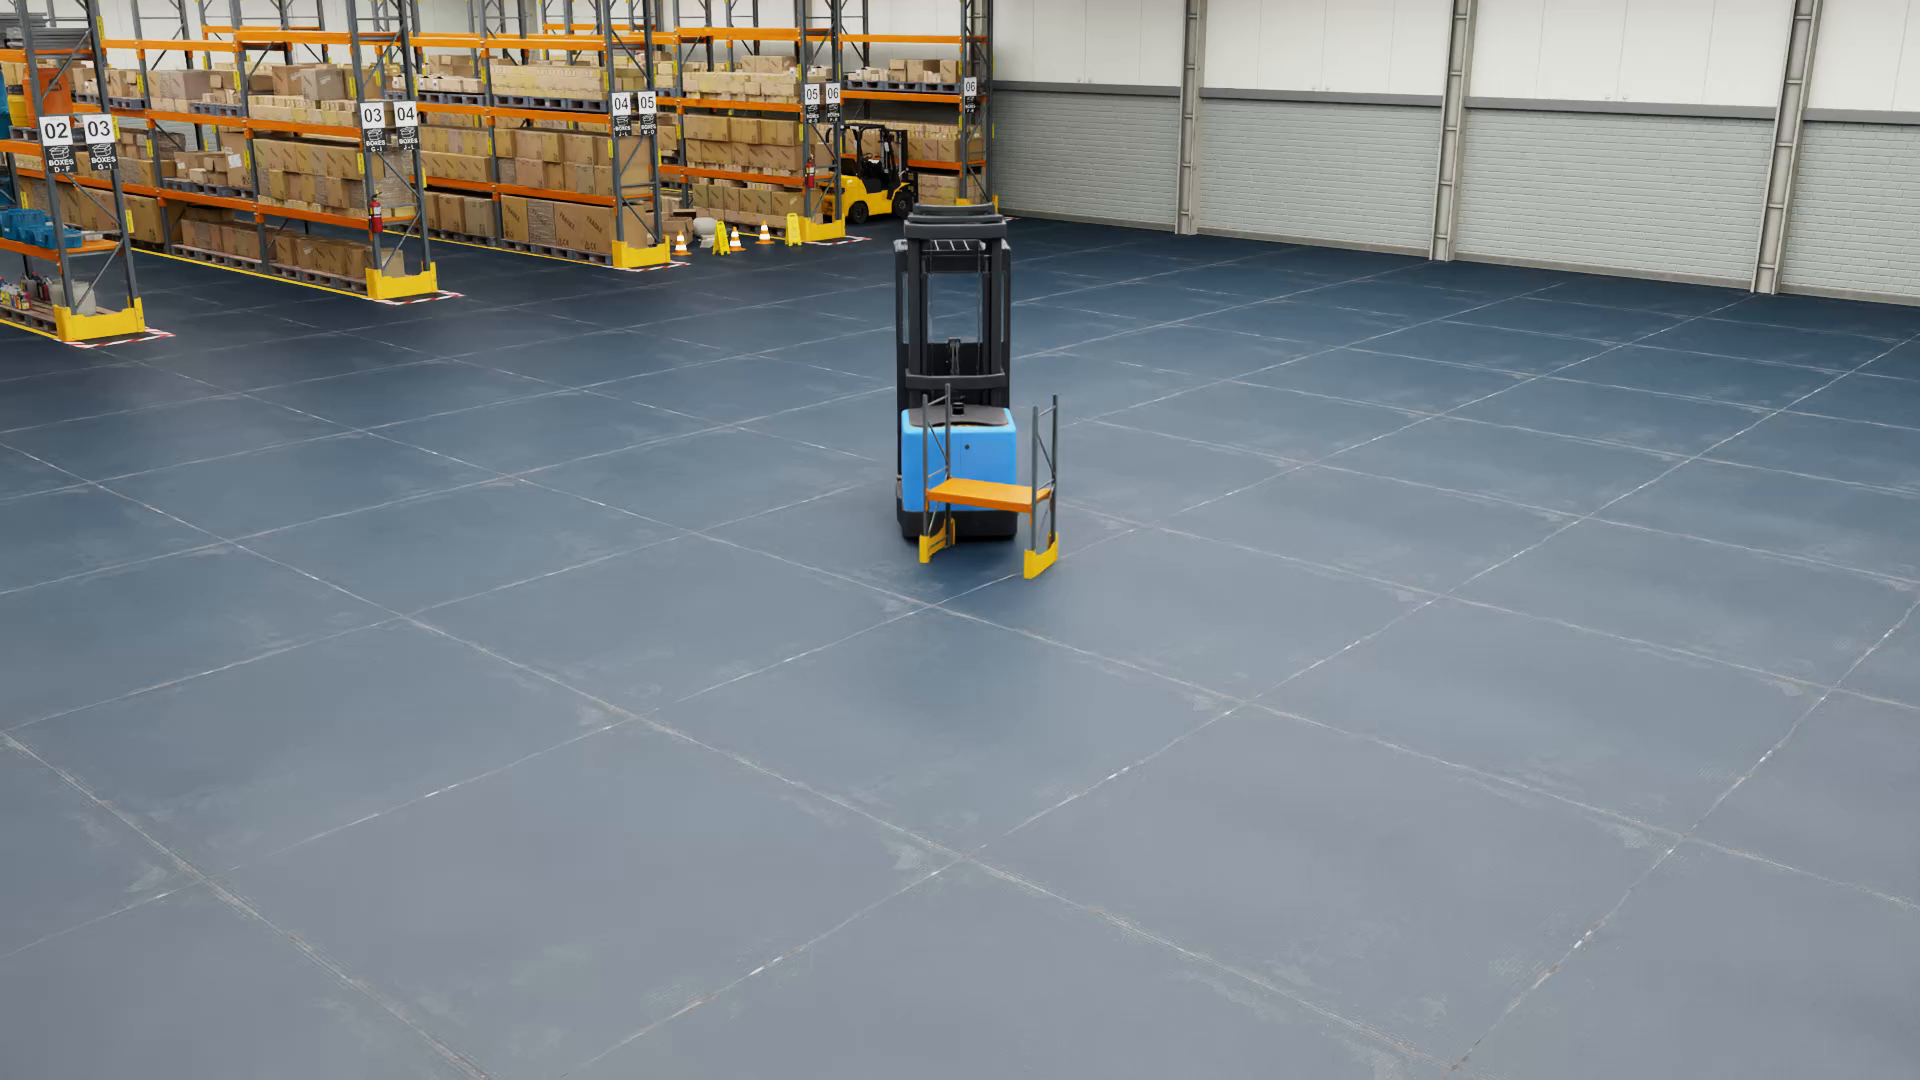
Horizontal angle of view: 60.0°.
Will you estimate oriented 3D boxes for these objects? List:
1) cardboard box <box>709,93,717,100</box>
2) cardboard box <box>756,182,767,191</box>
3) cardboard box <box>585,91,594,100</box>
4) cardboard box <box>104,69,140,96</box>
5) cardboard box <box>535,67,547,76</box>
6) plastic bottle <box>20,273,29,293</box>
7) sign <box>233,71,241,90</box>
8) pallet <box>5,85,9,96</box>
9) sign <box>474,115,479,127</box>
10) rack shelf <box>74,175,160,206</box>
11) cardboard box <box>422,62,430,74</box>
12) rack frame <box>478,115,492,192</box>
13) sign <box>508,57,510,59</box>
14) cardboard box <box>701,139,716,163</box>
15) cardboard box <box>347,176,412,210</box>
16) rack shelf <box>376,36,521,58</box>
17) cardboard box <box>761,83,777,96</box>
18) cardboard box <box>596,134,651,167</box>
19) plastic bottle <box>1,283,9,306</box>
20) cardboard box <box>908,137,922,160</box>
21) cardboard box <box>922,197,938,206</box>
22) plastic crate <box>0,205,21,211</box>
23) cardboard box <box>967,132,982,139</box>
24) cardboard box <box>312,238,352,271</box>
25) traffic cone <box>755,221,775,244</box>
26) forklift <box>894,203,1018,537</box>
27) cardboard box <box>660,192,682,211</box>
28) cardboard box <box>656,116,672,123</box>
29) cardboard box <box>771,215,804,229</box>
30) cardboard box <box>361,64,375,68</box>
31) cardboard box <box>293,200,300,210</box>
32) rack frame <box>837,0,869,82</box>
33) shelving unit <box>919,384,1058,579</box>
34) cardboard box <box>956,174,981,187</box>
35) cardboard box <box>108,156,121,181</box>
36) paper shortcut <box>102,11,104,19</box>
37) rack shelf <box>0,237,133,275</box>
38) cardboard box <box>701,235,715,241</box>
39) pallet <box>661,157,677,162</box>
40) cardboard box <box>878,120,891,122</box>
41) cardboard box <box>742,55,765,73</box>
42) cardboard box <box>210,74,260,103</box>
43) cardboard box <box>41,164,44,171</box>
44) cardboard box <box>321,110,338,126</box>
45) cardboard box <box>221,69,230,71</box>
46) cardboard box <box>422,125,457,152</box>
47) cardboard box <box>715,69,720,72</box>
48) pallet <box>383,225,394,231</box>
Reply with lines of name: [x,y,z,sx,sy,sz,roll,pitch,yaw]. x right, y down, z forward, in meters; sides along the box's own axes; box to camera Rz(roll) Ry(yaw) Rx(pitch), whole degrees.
cardboard box: [-5.252,-9.710,36.345,0.250,0.149,0.380,16,24,41]
cardboard box: [-4.187,-7.632,35.879,0.250,0.149,0.380,16,23,40]
cardboard box: [-6.781,-8.323,31.114,0.250,0.149,0.380,15,23,40]
cardboard box: [-17.013,-9.313,33.813,0.637,0.503,0.797,15,23,39]
cardboard box: [-7.926,-9.010,31.960,0.250,0.149,0.380,15,23,39]
plastic bottle: [-15.189,-4.155,27.036,0.185,0.351,0.144,15,23,39]
sign: [-12.845,-8.163,29.548,0.005,0.325,0.100,15,23,39]
pallet: [-20.892,-10.076,37.228,1.213,0.211,1.003,15,23,39]
sign: [-12.252,-10.598,42.124,0.005,0.325,0.100,15,23,39]
rack shelf: [-16.967,-7.287,34.443,4.000,0.370,1.077,15,23,39]
cardboard box: [-13.790,-12.400,43.693,0.500,0.311,0.500,16,23,40]
rack frame: [-11.884,-10.274,42.664,0.127,3.000,1.000,15,23,39]
sign: [-11.532,-12.225,42.477,0.005,0.325,0.100,15,23,39]
cardboard box: [-5.366,-8.610,36.764,0.500,0.500,0.500,15,23,39]
cardboard box: [-9.880,-5.928,28.315,0.500,0.500,0.875,15,23,39]
rack shelf: [-10.607,-10.255,34.537,4.000,0.370,1.077,15,23,39]
cardboard box: [-3.837,-9.511,35.056,0.500,0.250,0.500,15,23,39]
cardboard box: [-6.371,-7.394,31.556,0.550,0.550,0.875,15,23,39]
plastic bottle: [-14.979,-3.873,26.146,0.185,0.351,0.144,15,23,39]
cardboard box: [-0.925,-9.284,39.381,0.500,0.500,0.500,14,23,38]
cardboard box: [-0.544,-8.003,39.359,0.500,0.250,0.500,15,23,39]
plastic crate: [-15.459,-5.141,26.594,0.504,0.338,0.767,15,23,39]
cardboard box: [0.301,-9.472,38.899,0.250,0.149,0.380,14,23,38]
cardboard box: [-11.256,-5.125,29.877,0.500,0.500,0.500,13,22,34]
traffic cone: [-4.087,-6.450,34.808,0.334,0.463,0.336,15,23,39]
forklift: [-0.080,-1.819,16.136,1.130,2.935,3.031,-1,18,-3]
cardboard box: [-6.835,-7.864,38.719,0.950,0.372,0.625,-17,24,-42]
cardboard box: [-6.899,-9.736,38.544,0.250,0.149,0.380,17,24,42]
cardboard box: [-3.710,-6.860,35.759,0.500,0.250,0.500,15,23,39]
cardboard box: [-12.971,-10.295,36.340,0.258,0.266,0.396,15,23,39]
cardboard box: [-11.566,-5.949,29.452,0.250,0.149,0.380,15,23,39]
rack frame: [-2.609,-12.651,40.236,0.127,3.000,1.000,15,23,39]
shelving unit: [0.251,-0.527,14.430,1.083,1.500,0.587,8,19,24]
cardboard box: [0.149,-8.494,39.253,0.500,0.250,0.500,15,23,38]
cardboard box: [-17.144,-7.627,34.157,0.500,0.500,0.500,16,23,40]
paper shortcut: [-16.807,-10.301,32.601,0.078,0.170,0.009,-25,-14,39]
rack shelf: [-14.271,-4.560,25.850,4.000,0.370,1.077,15,23,39]
cardboard box: [-5.230,-6.312,34.892,0.380,0.149,0.250,-6,18,-18]
pallet: [-7.385,-8.991,38.939,1.213,0.211,1.003,15,23,39]
cardboard box: [-1.803,-10.184,40.653,0.250,0.149,0.380,15,23,39]
cardboard box: [-5.221,-12.119,42.495,0.500,0.500,0.500,15,23,40]
cardboard box: [-13.470,-8.410,30.968,0.637,0.503,0.797,16,24,41]
cardboard box: [-19.869,-8.157,36.409,0.250,0.149,0.380,15,23,38]
cardboard box: [-10.392,-7.120,28.014,0.500,0.250,0.500,15,23,40]
cardboard box: [-17.539,-11.282,40.303,0.500,0.250,0.500,15,23,39]
cardboard box: [-11.009,-8.559,35.441,0.500,0.500,0.700,15,23,38]
cardboard box: [-6.207,-12.216,43.414,0.250,0.149,0.380,14,23,38]
pallet: [-12.686,-7.159,37.458,1.213,0.211,1.003,15,23,39]
